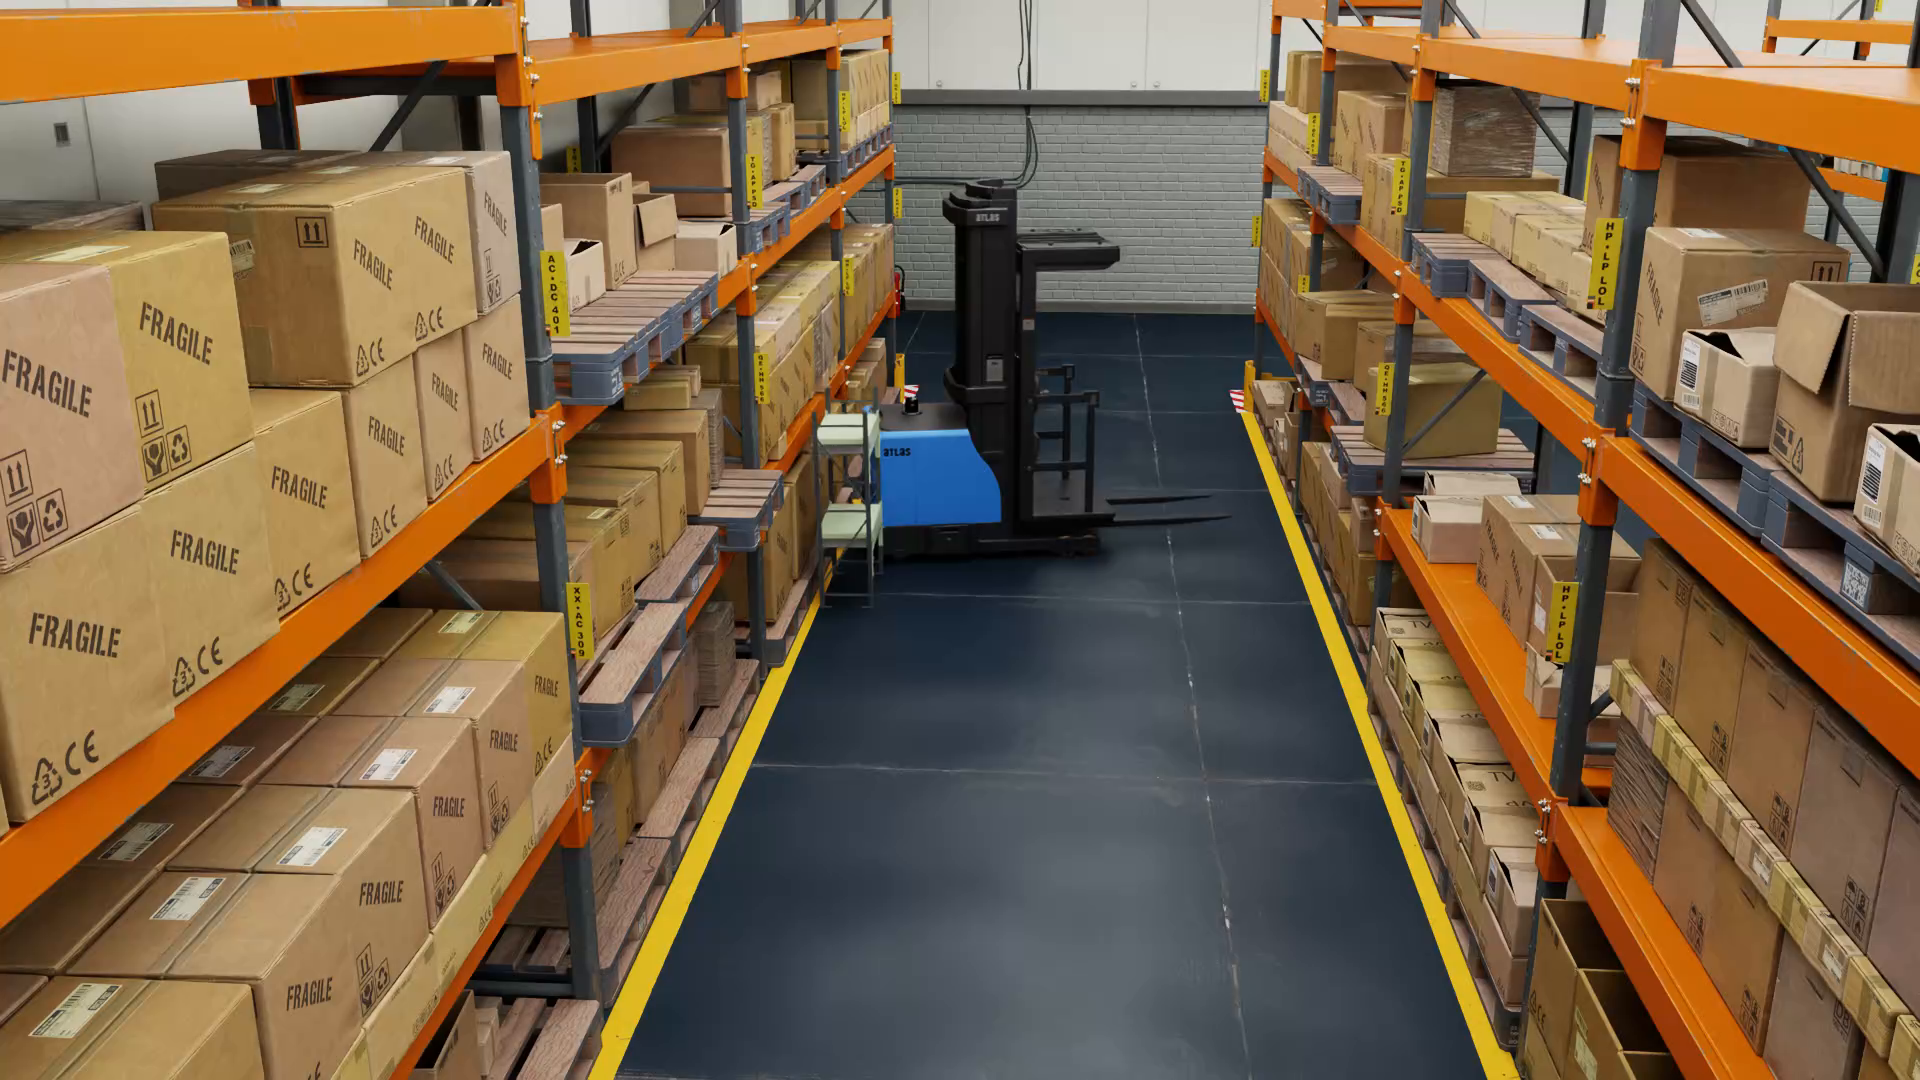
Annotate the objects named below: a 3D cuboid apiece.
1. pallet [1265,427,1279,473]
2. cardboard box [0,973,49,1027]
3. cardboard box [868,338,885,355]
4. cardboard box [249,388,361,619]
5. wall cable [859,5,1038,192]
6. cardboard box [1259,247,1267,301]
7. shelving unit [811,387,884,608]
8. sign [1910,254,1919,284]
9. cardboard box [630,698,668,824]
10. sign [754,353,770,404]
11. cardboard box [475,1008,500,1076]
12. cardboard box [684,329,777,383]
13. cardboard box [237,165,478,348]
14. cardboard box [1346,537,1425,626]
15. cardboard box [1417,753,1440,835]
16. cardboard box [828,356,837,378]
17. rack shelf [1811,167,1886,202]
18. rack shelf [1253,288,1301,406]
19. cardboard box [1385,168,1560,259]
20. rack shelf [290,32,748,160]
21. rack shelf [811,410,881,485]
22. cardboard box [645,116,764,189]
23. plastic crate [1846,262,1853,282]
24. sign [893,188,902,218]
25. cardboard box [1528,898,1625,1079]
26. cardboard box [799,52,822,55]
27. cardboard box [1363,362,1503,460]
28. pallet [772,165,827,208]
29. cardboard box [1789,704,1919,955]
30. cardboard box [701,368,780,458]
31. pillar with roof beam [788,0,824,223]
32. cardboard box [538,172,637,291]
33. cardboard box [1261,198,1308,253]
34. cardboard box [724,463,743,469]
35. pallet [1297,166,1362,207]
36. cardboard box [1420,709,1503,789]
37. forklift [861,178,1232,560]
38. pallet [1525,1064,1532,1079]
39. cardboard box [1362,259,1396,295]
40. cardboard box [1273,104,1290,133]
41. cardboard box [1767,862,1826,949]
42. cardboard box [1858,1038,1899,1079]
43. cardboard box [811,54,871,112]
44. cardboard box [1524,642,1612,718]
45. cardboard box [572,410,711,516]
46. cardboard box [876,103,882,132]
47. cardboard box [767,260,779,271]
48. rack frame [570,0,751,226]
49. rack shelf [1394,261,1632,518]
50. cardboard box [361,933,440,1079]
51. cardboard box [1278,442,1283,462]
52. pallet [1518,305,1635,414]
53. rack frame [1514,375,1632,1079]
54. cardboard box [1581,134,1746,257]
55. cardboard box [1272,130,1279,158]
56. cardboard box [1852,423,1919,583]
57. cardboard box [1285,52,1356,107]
[{"bbox_3d":[3.571,-0.913,16.372,1.003,0.211,1.213,1,18,4],"label":"pallet"},{"bbox_3d":[-2.497,1.370,3.928,0.500,0.500,0.500,2,18,5],"label":"cardboard box"},{"bbox_3d":[-0.996,-2.053,17.671,0.380,0.149,0.250,1,18,3],"label":"cardboard box"},{"bbox_3d":[-1.967,-0.103,4.409,0.500,0.500,0.500,2,18,7],"label":"cardboard box"},{"bbox_3d":[-0.456,-6.121,23.138,3.097,2.526,0.112,1,18,4],"label":"wall cable"},{"bbox_3d":[3.428,-2.803,17.500,0.500,0.500,0.500,2,18,5],"label":"cardboard box"},{"bbox_3d":[-0.831,-0.324,12.475,0.431,1.500,0.755,0,19,3],"label":"shelving unit"},{"bbox_3d":[3.417,-0.858,5.948,0.100,0.325,0.005,1,18,4],"label":"sign"},{"bbox_3d":[-1.978,1.161,8.872,0.700,0.500,0.500,1,18,5],"label":"cardboard box"},{"bbox_3d":[-1.250,-1.016,10.474,0.100,0.325,0.005,1,18,4],"label":"sign"},{"bbox_3d":[-2.087,2.034,6.742,0.380,0.166,0.250,-1,18,-3],"label":"cardboard box"},{"bbox_3d":[-1.500,-1.211,10.928,0.500,0.250,0.500,2,18,5],"label":"cardboard box"},{"bbox_3d":[-1.873,-0.895,5.220,0.500,0.500,0.500,2,18,7],"label":"cardboard box"},{"bbox_3d":[2.982,0.280,11.559,0.500,0.500,0.500,2,18,6],"label":"cardboard box"},{"bbox_3d":[2.716,1.337,8.766,0.500,0.250,0.500,2,18,5],"label":"cardboard box"},{"bbox_3d":[-1.241,-1.455,13.916,0.380,0.149,0.250,2,18,5],"label":"cardboard box"},{"bbox_3d":[8.520,-3.238,15.327,1.077,0.370,4.000,1,18,4],"label":"rack shelf"},{"bbox_3d":[3.580,-1.925,16.135,1.077,0.370,4.000,1,18,4],"label":"rack shelf"},{"bbox_3d":[3.147,-2.012,10.269,0.910,0.500,0.500,1,18,4],"label":"cardboard box"},{"bbox_3d":[-1.935,-2.210,8.014,1.077,0.370,4.000,1,18,4],"label":"rack shelf"},{"bbox_3d":[-0.837,-0.693,12.349,0.431,0.370,0.720,0,19,3],"label":"rack shelf"},{"bbox_3d":[-1.776,-2.684,11.611,0.700,0.500,0.500,2,18,7],"label":"cardboard box"},{"bbox_3d":[8.826,-2.713,17.232,0.616,0.435,0.499,1,18,4],"label":"plastic crate"},{"bbox_3d":[-0.678,-3.643,17.985,0.100,0.325,0.005,1,18,4],"label":"sign"},{"bbox_3d":[2.517,1.727,6.372,0.500,0.500,0.500,1,18,4],"label":"cardboard box"},{"bbox_3d":[-1.592,-4.413,15.957,0.500,0.500,0.500,1,18,4],"label":"cardboard box"},{"bbox_3d":[3.082,-0.848,10.859,0.700,0.500,0.500,-5,19,-15],"label":"cardboard box"},{"bbox_3d":[-1.521,-2.803,13.151,0.805,0.209,1.217,1,18,2],"label":"pallet"},{"bbox_3d":[2.729,0.781,4.479,0.700,0.500,0.500,1,18,4],"label":"cardboard box"},{"bbox_3d":[-1.502,-0.856,11.048,0.500,0.500,0.500,2,18,6],"label":"cardboard box"},{"bbox_3d":[2.407,-6.610,19.643,9.100,9.000,0.400,1,18,4],"label":"pillar with roof beam"},{"bbox_3d":[-1.871,-1.494,8.012,0.500,0.500,0.500,1,18,2],"label":"cardboard box"},{"bbox_3d":[3.428,-3.278,17.345,0.500,0.500,0.500,2,18,6],"label":"cardboard box"},{"bbox_3d":[-1.537,-0.500,11.002,0.380,0.149,0.250,1,18,3],"label":"cardboard box"},{"bbox_3d":[3.320,-2.780,13.076,1.213,0.211,1.003,1,18,4],"label":"pallet"},{"bbox_3d":[2.715,1.075,8.666,0.500,0.311,0.500,1,18,3],"label":"cardboard box"},{"bbox_3d":[0.715,-1.420,13.550,3.031,2.935,1.130,-2,18,-7],"label":"forklift"},{"bbox_3d":[2.764,2.410,6.228,1.003,0.211,1.213,1,18,4],"label":"pallet"},{"bbox_3d":[3.751,-2.308,14.383,0.500,0.500,0.500,2,18,5],"label":"cardboard box"},{"bbox_3d":[3.384,-4.171,16.454,0.500,0.250,0.500,1,18,4],"label":"cardboard box"},{"bbox_3d":[2.543,1.044,4.718,0.380,0.149,0.250,1,18,3],"label":"cardboard box"},{"bbox_3d":[2.697,1.572,4.147,0.700,0.500,0.500,1,18,4],"label":"cardboard box"},{"bbox_3d":[-1.113,-4.241,15.432,0.500,0.500,0.500,1,18,4],"label":"cardboard box"},{"bbox_3d":[2.743,0.626,7.411,0.396,0.266,0.258,1,18,3],"label":"cardboard box"},{"bbox_3d":[-1.828,-0.449,9.608,0.700,0.500,0.500,0,18,-1],"label":"cardboard box"},{"bbox_3d":[-1.042,-4.203,16.522,0.500,0.250,0.500,1,18,2],"label":"cardboard box"},{"bbox_3d":[-1.798,-2.172,13.861,0.500,0.250,0.500,2,18,6],"label":"cardboard box"},{"bbox_3d":[-1.792,-3.363,9.736,1.000,3.000,0.127,1,18,4],"label":"rack frame"},{"bbox_3d":[3.006,-0.865,8.085,1.077,0.370,4.000,1,18,4],"label":"rack shelf"},{"bbox_3d":[-1.910,1.413,5.003,0.500,0.250,0.500,1,18,4],"label":"cardboard box"},{"bbox_3d":[3.161,-0.801,15.421,0.380,0.149,0.250,1,18,4],"label":"cardboard box"},{"bbox_3d":[2.913,-0.769,6.944,0.805,0.209,1.217,1,18,2],"label":"pallet"},{"bbox_3d":[2.863,0.839,6.544,1.000,3.000,0.127,1,18,4],"label":"rack frame"},{"bbox_3d":[2.964,-1.439,7.042,0.500,0.500,0.500,3,18,9],"label":"cardboard box"},{"bbox_3d":[3.384,-3.933,16.532,0.500,0.250,0.500,1,18,4],"label":"cardboard box"},{"bbox_3d":[2.435,-0.104,3.849,0.500,0.311,0.500,3,18,10],"label":"cardboard box"},{"bbox_3d":[3.582,-4.522,16.324,0.700,0.500,0.500,1,18,4],"label":"cardboard box"}]
